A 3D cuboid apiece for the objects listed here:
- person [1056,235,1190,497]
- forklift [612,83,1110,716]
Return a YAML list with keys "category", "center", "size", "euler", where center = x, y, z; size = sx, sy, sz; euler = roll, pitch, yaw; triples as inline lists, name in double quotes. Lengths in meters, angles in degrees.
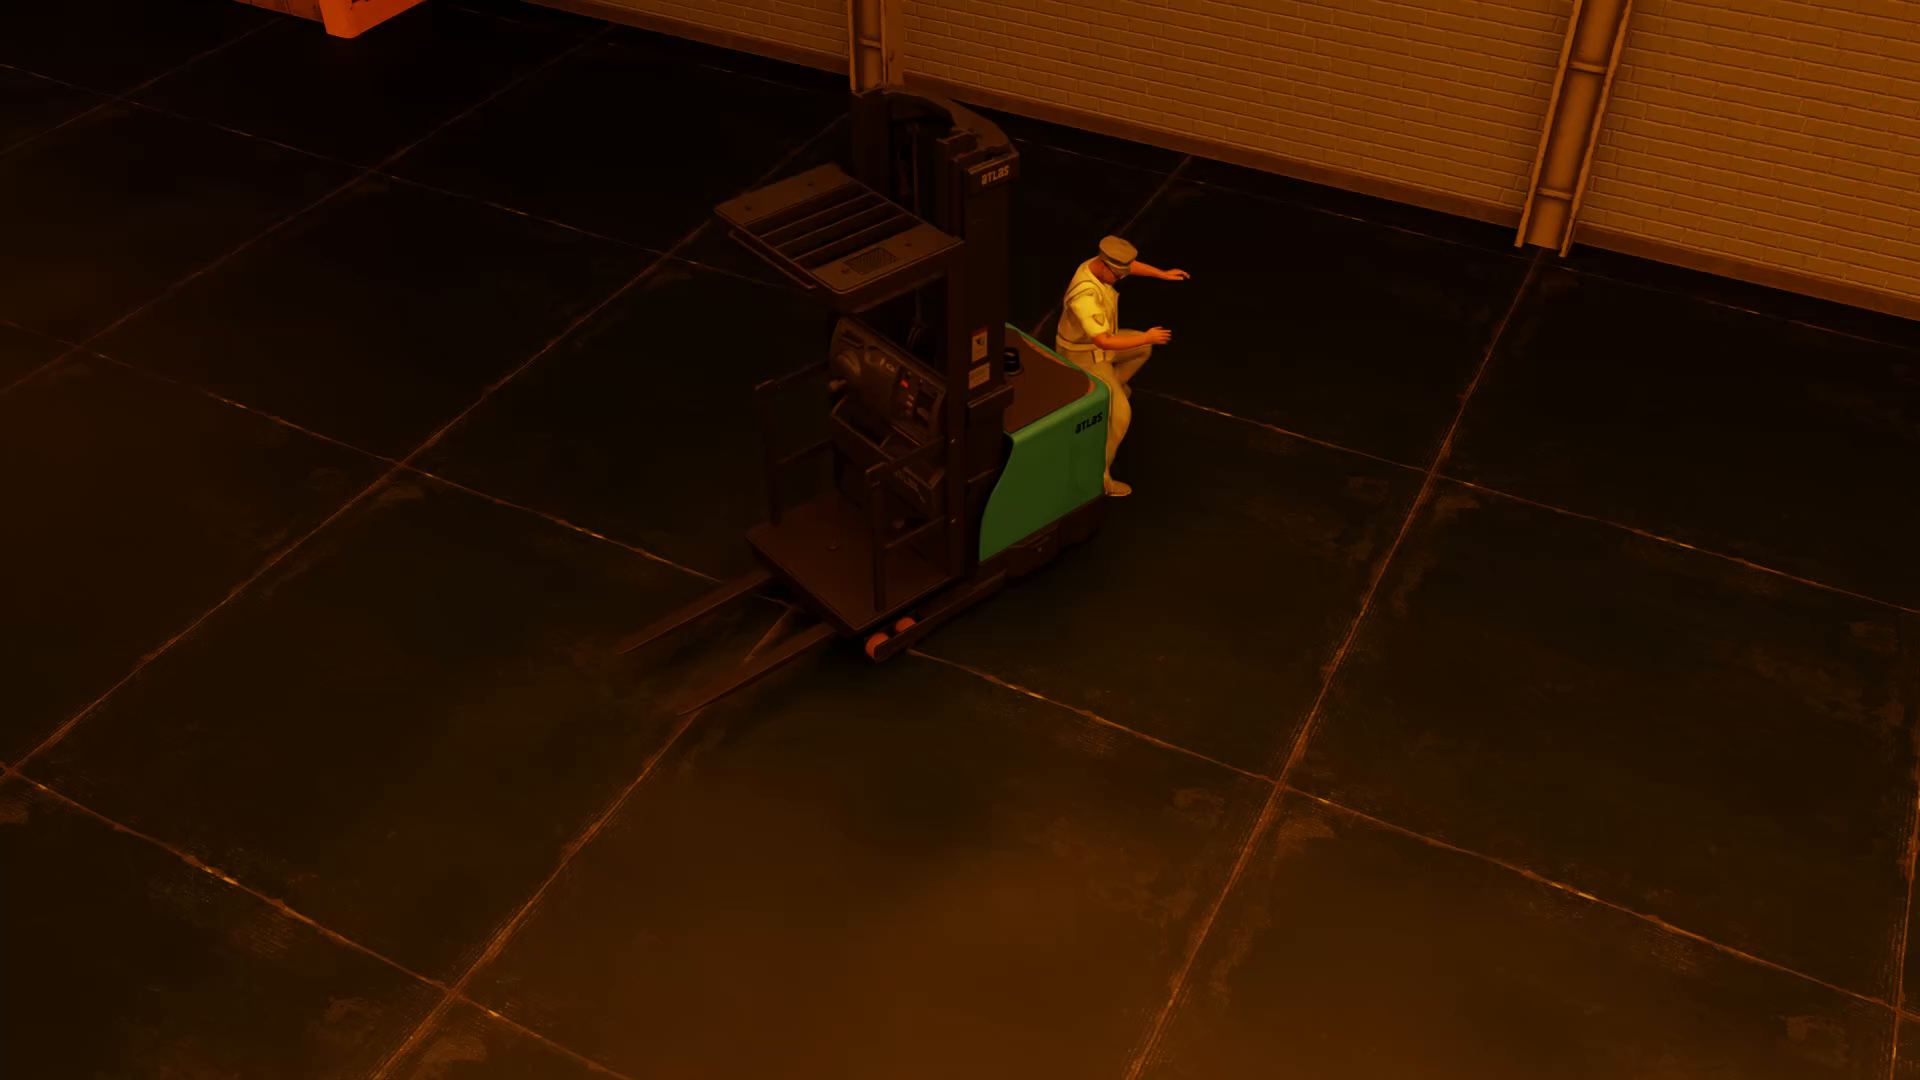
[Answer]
- category: "person"
  center: [1.001, -1.232, 10.558]
  size: [0.754, 1.530, 1.124]
  euler: [14, 42, 16]
- category: "forklift"
  center: [-0.560, -0.815, 8.954]
  size: [3.031, 2.935, 1.130]
  euler: [-29, 48, -30]
